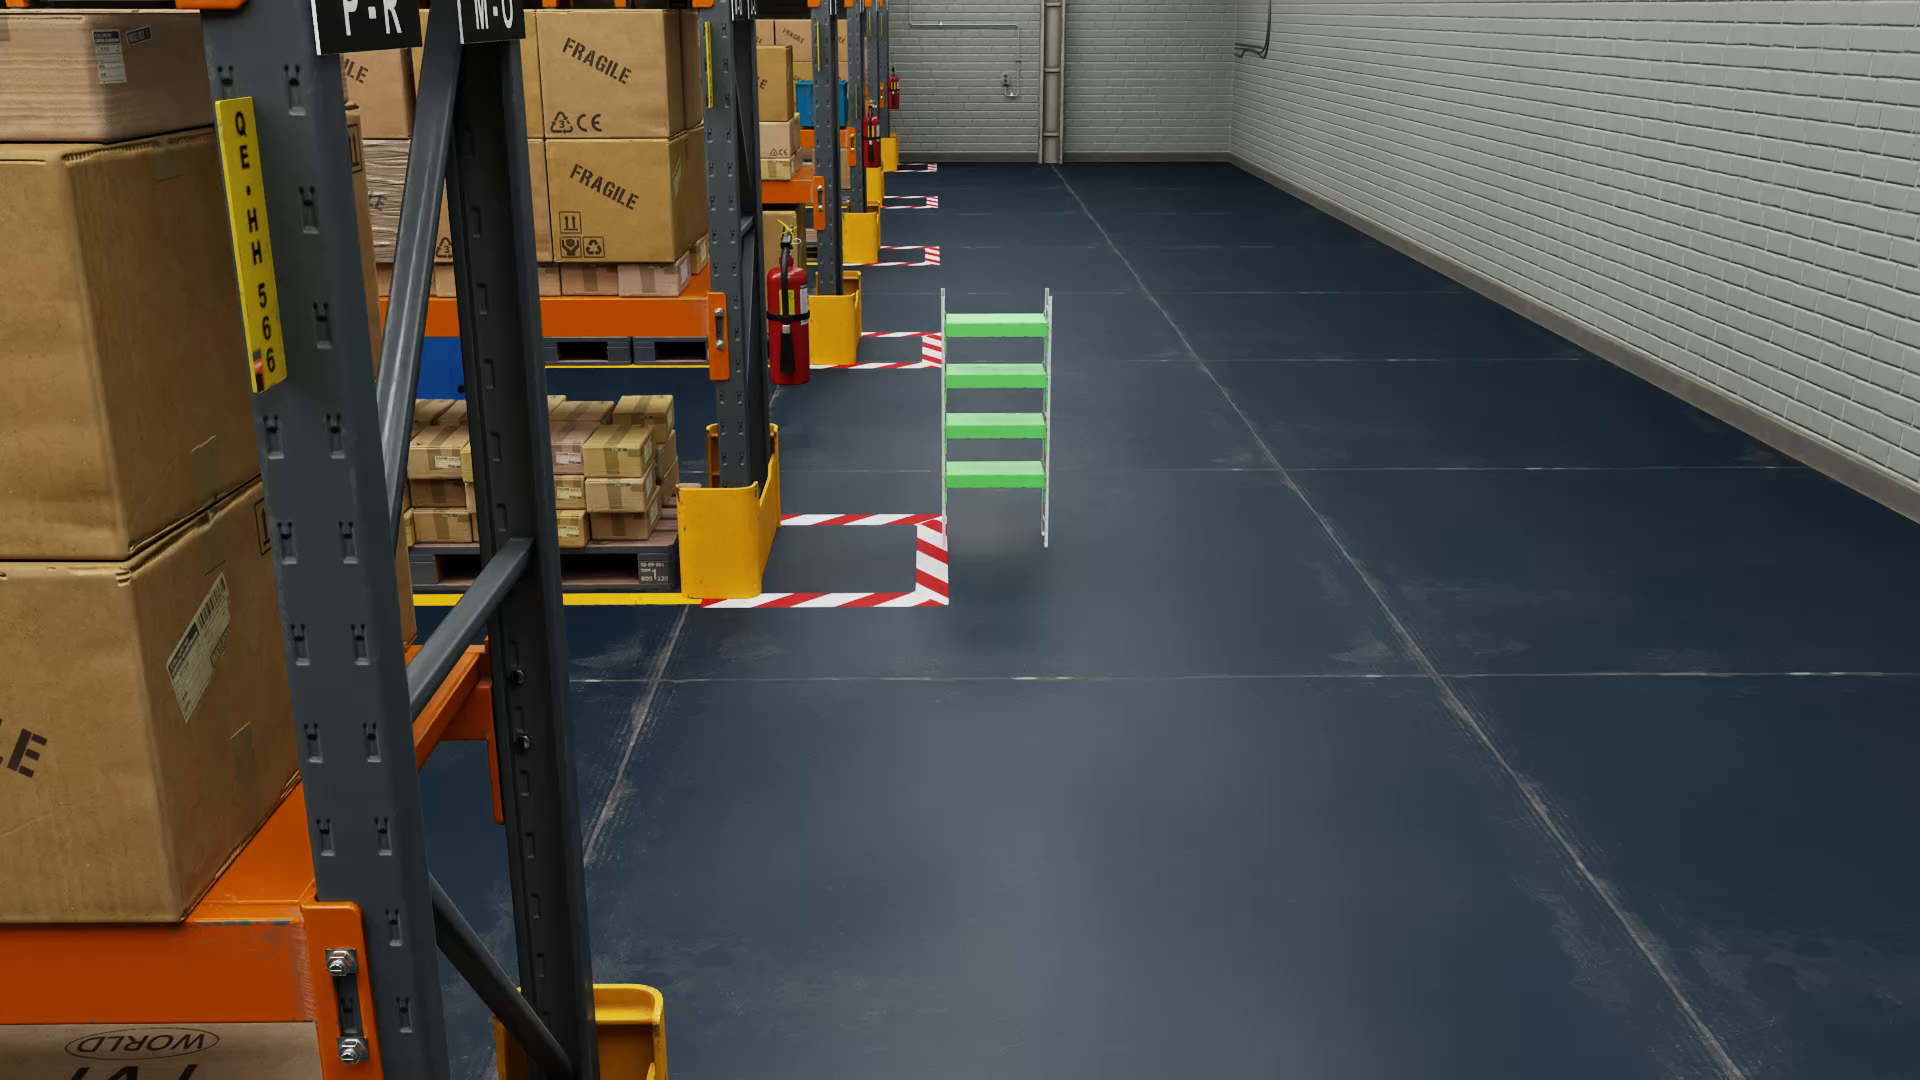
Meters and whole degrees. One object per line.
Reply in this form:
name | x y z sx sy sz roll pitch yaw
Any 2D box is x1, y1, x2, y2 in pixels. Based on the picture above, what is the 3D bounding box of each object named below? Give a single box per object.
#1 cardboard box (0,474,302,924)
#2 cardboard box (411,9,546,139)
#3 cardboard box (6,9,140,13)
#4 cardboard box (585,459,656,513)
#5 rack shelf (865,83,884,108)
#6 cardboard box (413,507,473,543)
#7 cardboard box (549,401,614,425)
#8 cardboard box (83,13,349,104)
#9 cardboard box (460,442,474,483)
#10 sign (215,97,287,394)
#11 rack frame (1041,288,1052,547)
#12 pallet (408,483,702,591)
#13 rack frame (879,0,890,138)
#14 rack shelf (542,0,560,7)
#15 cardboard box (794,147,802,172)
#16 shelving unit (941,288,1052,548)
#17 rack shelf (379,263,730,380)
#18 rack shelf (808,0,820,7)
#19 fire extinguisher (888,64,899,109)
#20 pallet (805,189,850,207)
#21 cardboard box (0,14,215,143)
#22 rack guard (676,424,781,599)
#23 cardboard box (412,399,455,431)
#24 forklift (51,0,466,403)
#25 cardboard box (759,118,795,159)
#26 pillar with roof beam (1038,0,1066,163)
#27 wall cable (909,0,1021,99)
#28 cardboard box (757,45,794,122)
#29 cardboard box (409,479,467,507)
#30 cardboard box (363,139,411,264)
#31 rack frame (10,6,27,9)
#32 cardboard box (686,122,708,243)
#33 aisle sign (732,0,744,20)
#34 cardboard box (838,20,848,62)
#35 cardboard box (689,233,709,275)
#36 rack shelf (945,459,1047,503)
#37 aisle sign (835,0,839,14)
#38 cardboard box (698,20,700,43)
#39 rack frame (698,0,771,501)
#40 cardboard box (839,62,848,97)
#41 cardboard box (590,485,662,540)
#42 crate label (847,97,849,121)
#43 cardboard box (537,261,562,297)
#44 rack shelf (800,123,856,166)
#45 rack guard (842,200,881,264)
cardboard box | -1.281 0.197 2.358 0.500 0.500 0.500 0 18 -1
cardboard box | -1.942 -1.934 6.879 0.500 0.500 0.500 -1 18 -3
cardboard box | -3.504 -1.924 6.846 0.500 0.500 0.500 0 18 0
cardboard box | -1.505 -0.244 7.390 0.250 0.149 0.380 -1 18 -2
rack shelf | -3.193 -7.051 26.296 4.000 0.370 1.077 0 18 -1
cardboard box | -2.273 -0.114 7.471 0.250 0.149 0.380 0 18 0
cardboard box | -1.785 -0.539 7.822 0.250 0.149 0.380 0 18 0
cardboard box | -1.162 -0.754 2.624 0.250 0.149 0.380 0 18 0
cardboard box | -2.016 -0.372 7.301 0.250 0.149 0.380 -1 18 -2
sign | -0.808 -0.337 1.903 0.005 0.325 0.100 0 18 -1
rack frame | 0.410 -0.573 7.870 0.015 1.200 0.240 0 18 -1
pallet | -1.871 -0.028 7.790 1.213 0.211 1.003 0 18 -1
rack frame | -1.194 -7.404 26.216 0.127 3.000 1.000 0 18 -1
rack shelf | -7.111 -6.947 21.061 4.000 0.370 1.077 0 18 -1
cardboard box | -1.319 -2.844 12.415 0.250 0.149 0.380 0 18 0
shelving unit | 0.166 -0.572 7.867 0.503 1.200 0.258 0 18 -1
rack shelf | -2.981 -0.997 7.424 4.000 0.370 1.077 0 18 -1
rack shelf | -2.959 -3.941 11.690 4.000 0.370 1.077 0 18 -1
fire extinguisher | -1.035 -7.049 25.848 0.183 0.674 0.296 0 18 -1
pallet | -1.985 -4.558 21.912 1.213 0.211 1.003 0 18 -1
cardboard box | -1.158 -0.608 2.170 0.250 0.149 0.380 0 18 0
rack guard | -1.058 -0.159 7.725 0.348 0.500 1.175 0 18 -1
cardboard box | -2.563 -0.552 7.862 0.250 0.149 0.380 0 18 1
forklift | -4.076 -1.906 9.190 3.031 2.935 1.130 8 19 23
cardboard box | -1.439 -2.852 11.786 0.500 0.250 0.500 -1 18 -2
pillar with roof beam | 1.560 -9.223 22.065 0.400 9.000 9.100 0 18 -1
wall cable | 0.072 -8.182 26.981 1.851 1.984 0.084 0 18 -1
cardboard box | -1.442 -3.210 11.673 0.500 0.500 0.500 0 18 0
cardboard box | -2.295 -0.271 7.475 0.250 0.149 0.380 0 18 -2
cardboard box | -2.449 -1.452 7.012 0.500 0.500 0.500 0 18 -1
rack frame | -9.036 -4.339 16.663 0.127 3.000 1.000 0 18 -1
cardboard box | -1.435 -1.621 7.540 0.500 0.500 0.500 1 18 2
aisle sign | -0.904 -2.496 6.663 0.004 0.787 0.394 0 18 -1
cardboard box | -1.552 -6.328 21.063 0.500 0.500 0.500 0 18 -1
cardboard box | -1.311 -1.329 7.690 0.250 0.149 0.380 0 18 -1
rack shelf | 0.166 -0.283 7.960 0.480 0.148 0.258 0 18 -1
aisle sign | -0.892 -4.195 11.958 0.004 0.787 0.394 0 18 -1
cardboard box | -3.089 -6.319 21.035 0.500 0.500 0.500 0 18 1
rack frame | -0.982 -1.350 7.344 0.127 3.000 1.000 0 18 -1
cardboard box | -1.555 -5.853 21.219 0.500 0.500 0.500 0 18 1
cardboard box | -1.505 -0.126 7.509 0.250 0.149 0.380 0 18 0
crate label | -1.289 -4.426 17.110 0.303 0.233 0.416 0 18 -1
cardboard box | -1.803 -1.147 7.122 0.250 0.149 0.380 0 18 -1
rack shelf | -3.037 -4.026 16.864 4.000 0.370 1.077 0 18 -1
rack guard | -1.013 -3.192 17.178 0.348 0.500 1.175 0 18 -1
